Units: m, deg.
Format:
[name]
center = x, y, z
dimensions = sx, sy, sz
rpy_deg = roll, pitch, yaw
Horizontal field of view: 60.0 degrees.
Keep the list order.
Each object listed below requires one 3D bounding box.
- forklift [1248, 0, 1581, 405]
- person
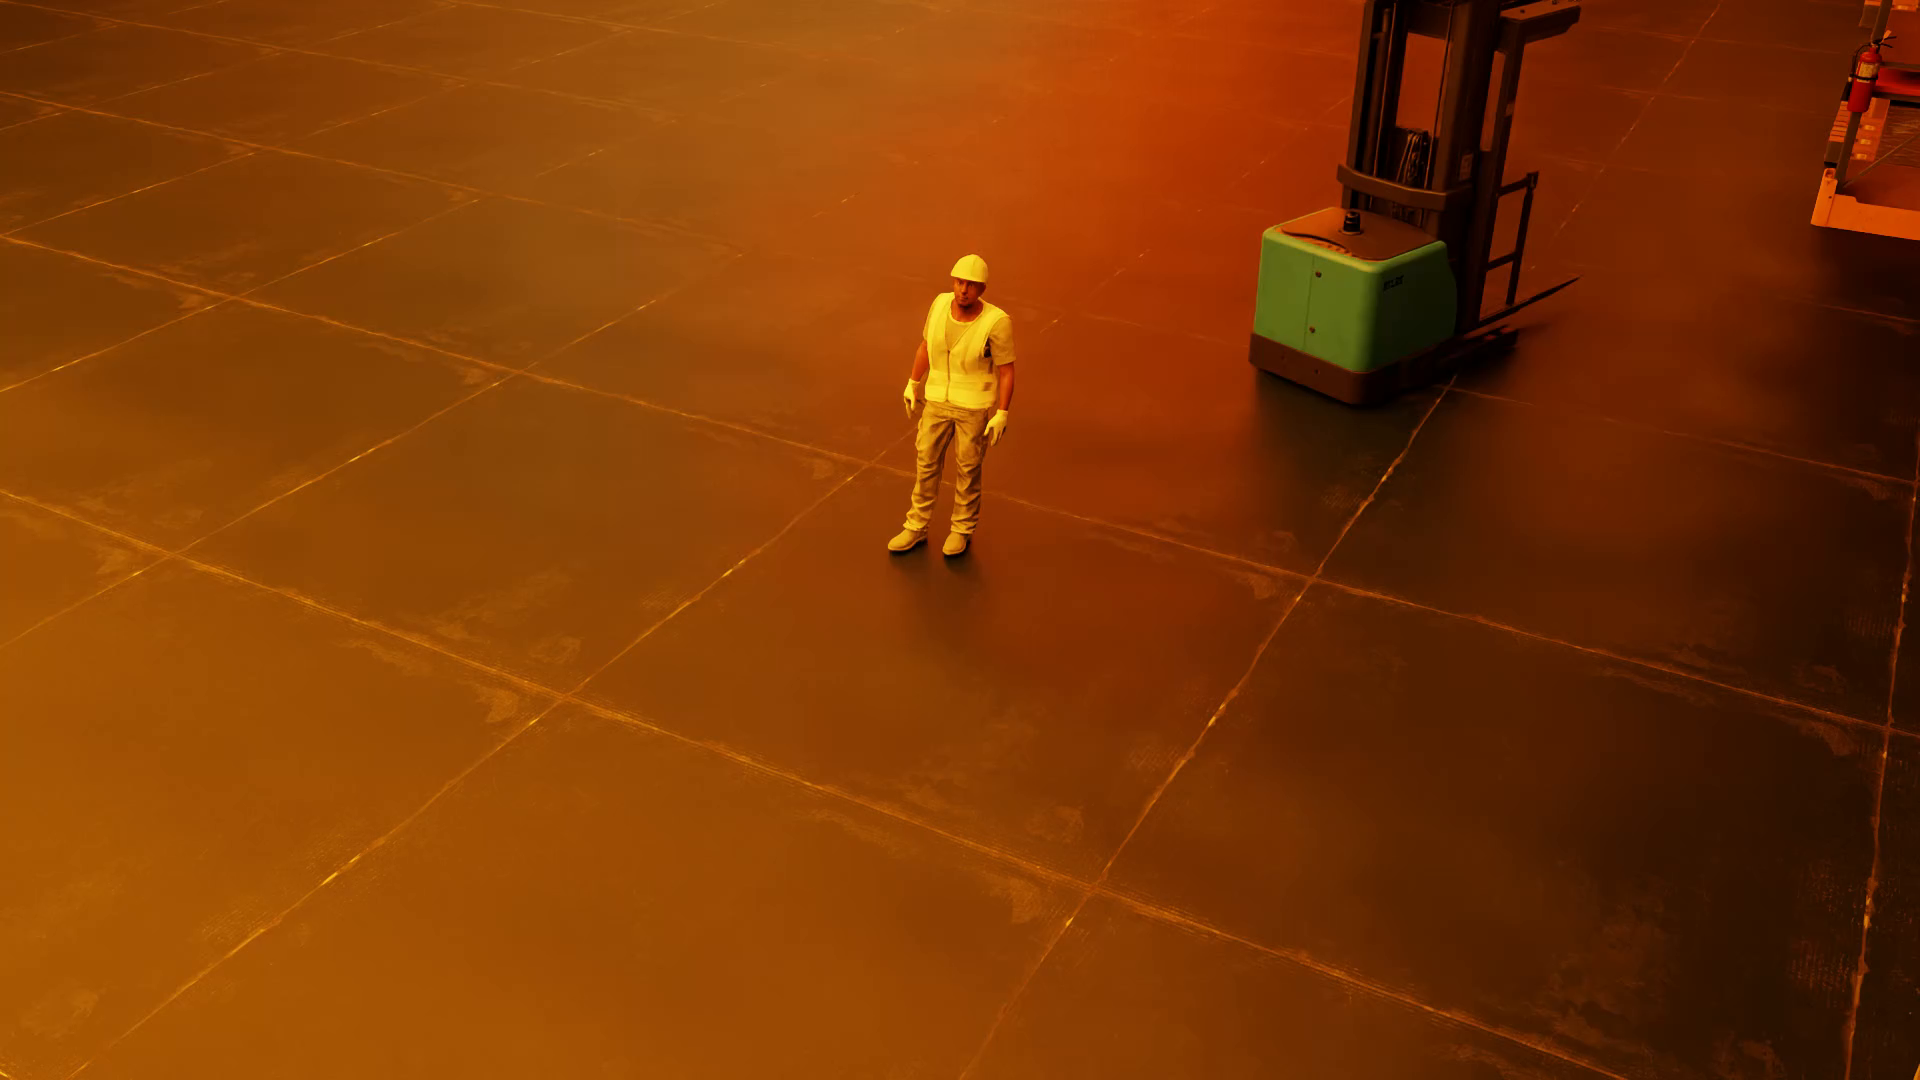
[forklift]
center = 3.550, -2.808, 11.936
dimensions = 3.031, 2.935, 1.130
rpy_deg = -23, 37, -34
[person]
center = -0.042, -0.750, 9.503
dimensions = 0.656, 1.782, 0.577
rpy_deg = 15, 33, 25
